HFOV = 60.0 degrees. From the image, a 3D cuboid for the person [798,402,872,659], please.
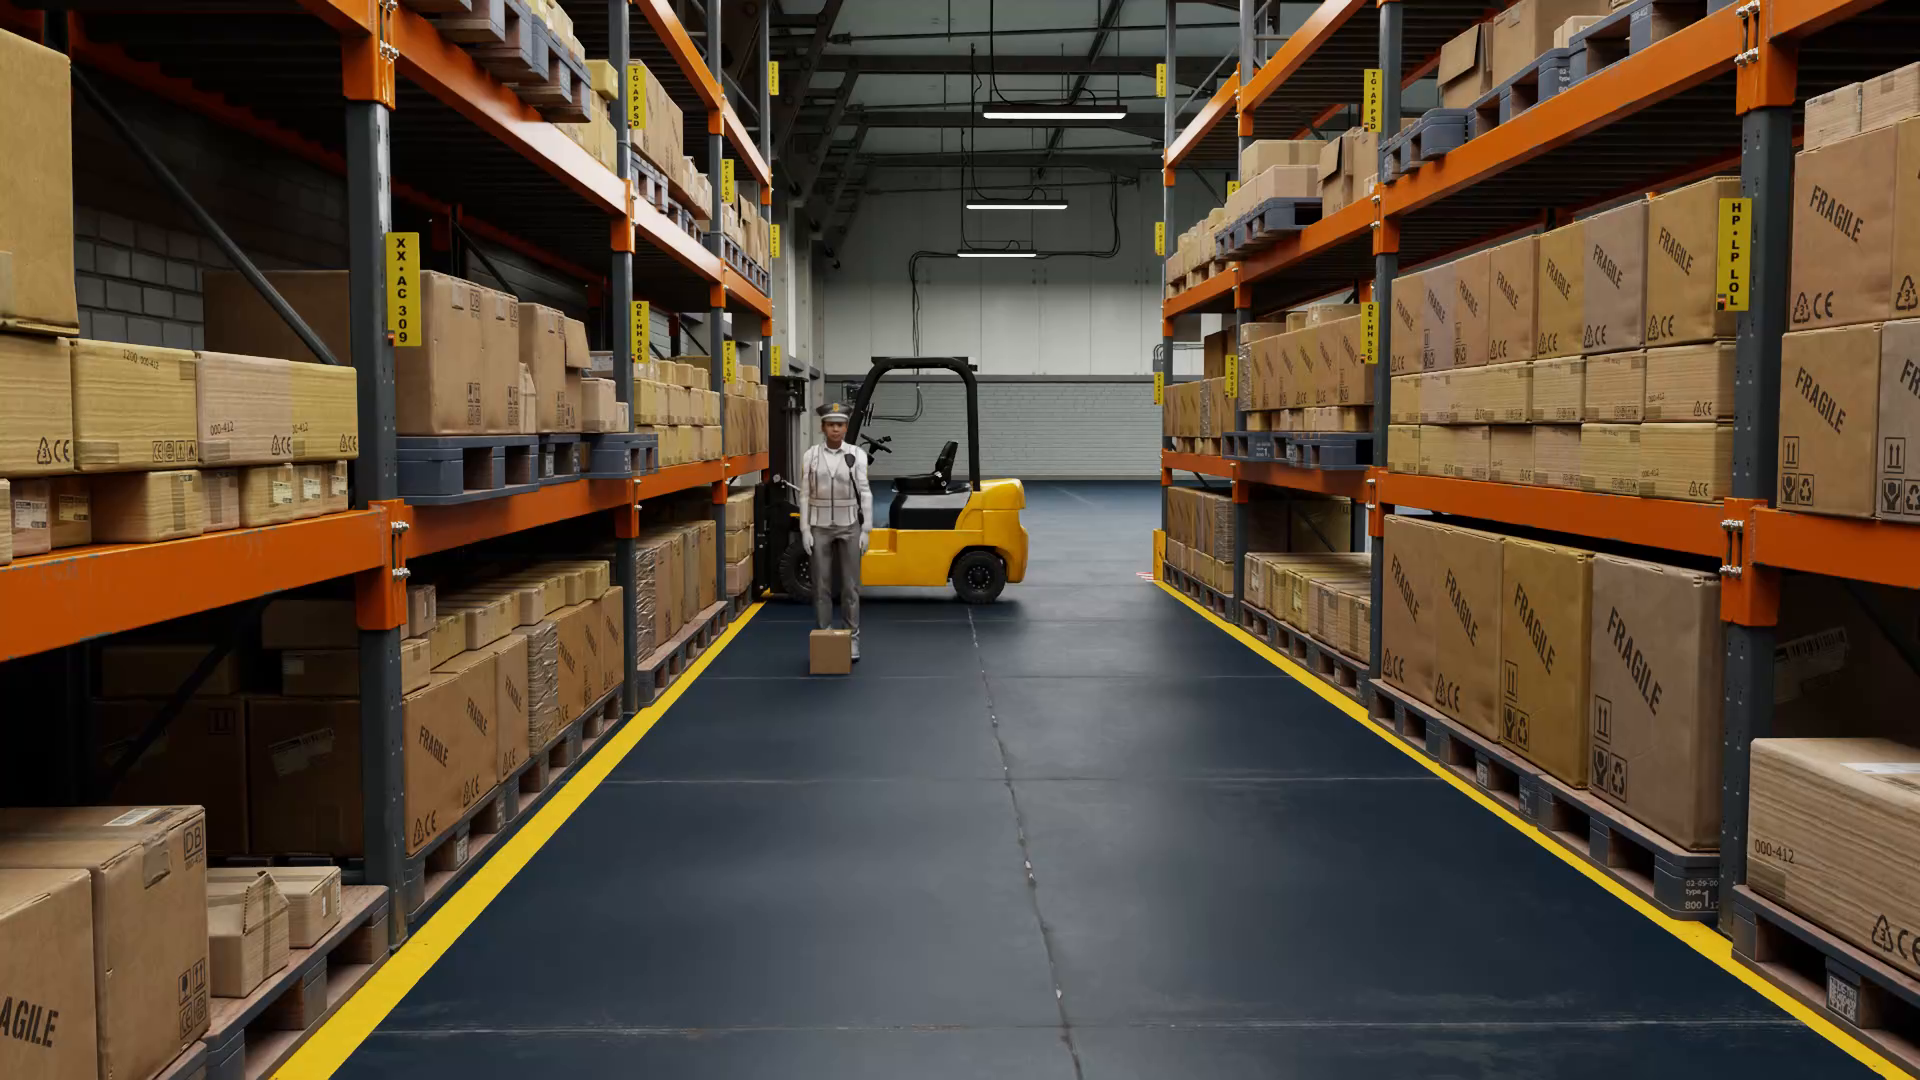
[{"bbox_3d":[-0.819,-0.061,10.923,0.487,1.687,0.346,0,4,-1],"label":"person"}]
